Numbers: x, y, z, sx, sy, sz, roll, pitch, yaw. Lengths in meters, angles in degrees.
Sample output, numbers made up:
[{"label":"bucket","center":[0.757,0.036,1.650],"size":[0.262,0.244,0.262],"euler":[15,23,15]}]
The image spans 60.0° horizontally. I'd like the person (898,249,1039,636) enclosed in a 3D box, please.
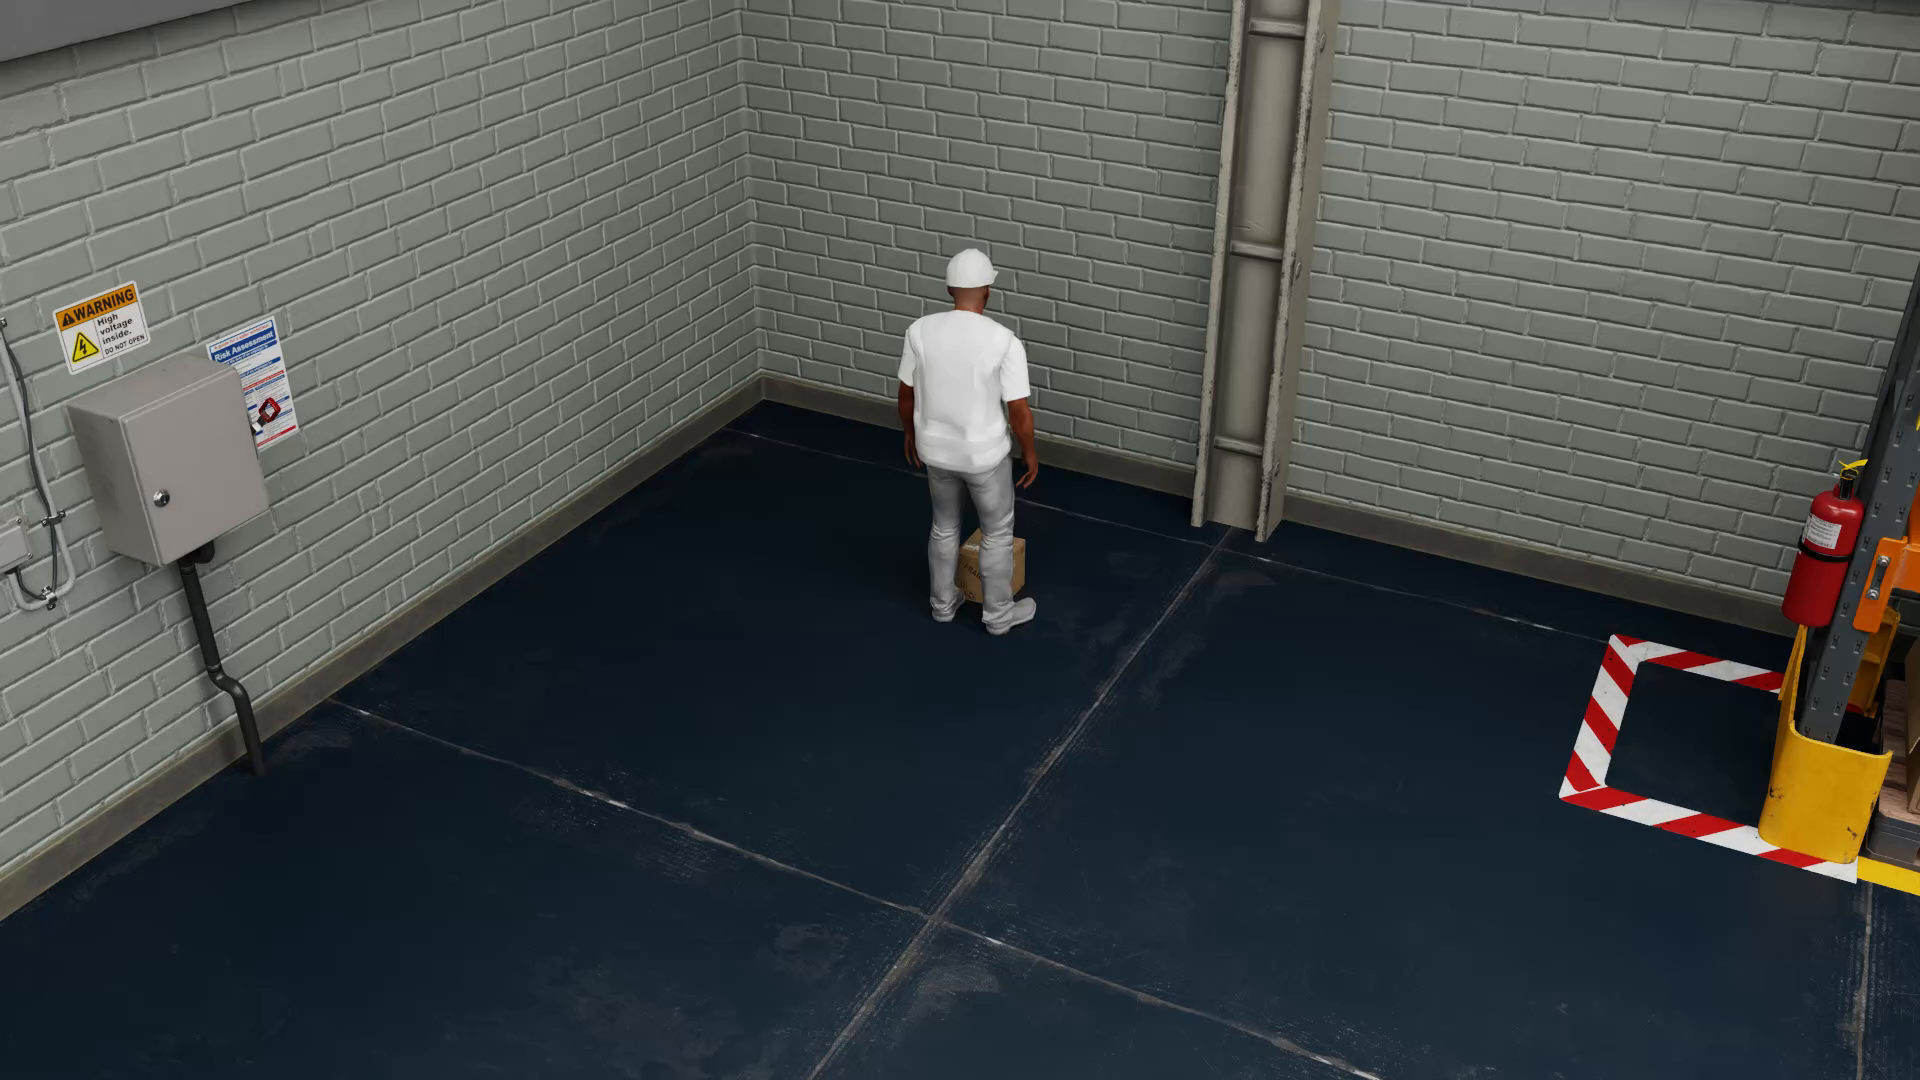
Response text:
[{"label":"person","center":[0.038,-0.419,7.339],"size":[0.635,1.761,0.454],"euler":[13,32,21]}]
